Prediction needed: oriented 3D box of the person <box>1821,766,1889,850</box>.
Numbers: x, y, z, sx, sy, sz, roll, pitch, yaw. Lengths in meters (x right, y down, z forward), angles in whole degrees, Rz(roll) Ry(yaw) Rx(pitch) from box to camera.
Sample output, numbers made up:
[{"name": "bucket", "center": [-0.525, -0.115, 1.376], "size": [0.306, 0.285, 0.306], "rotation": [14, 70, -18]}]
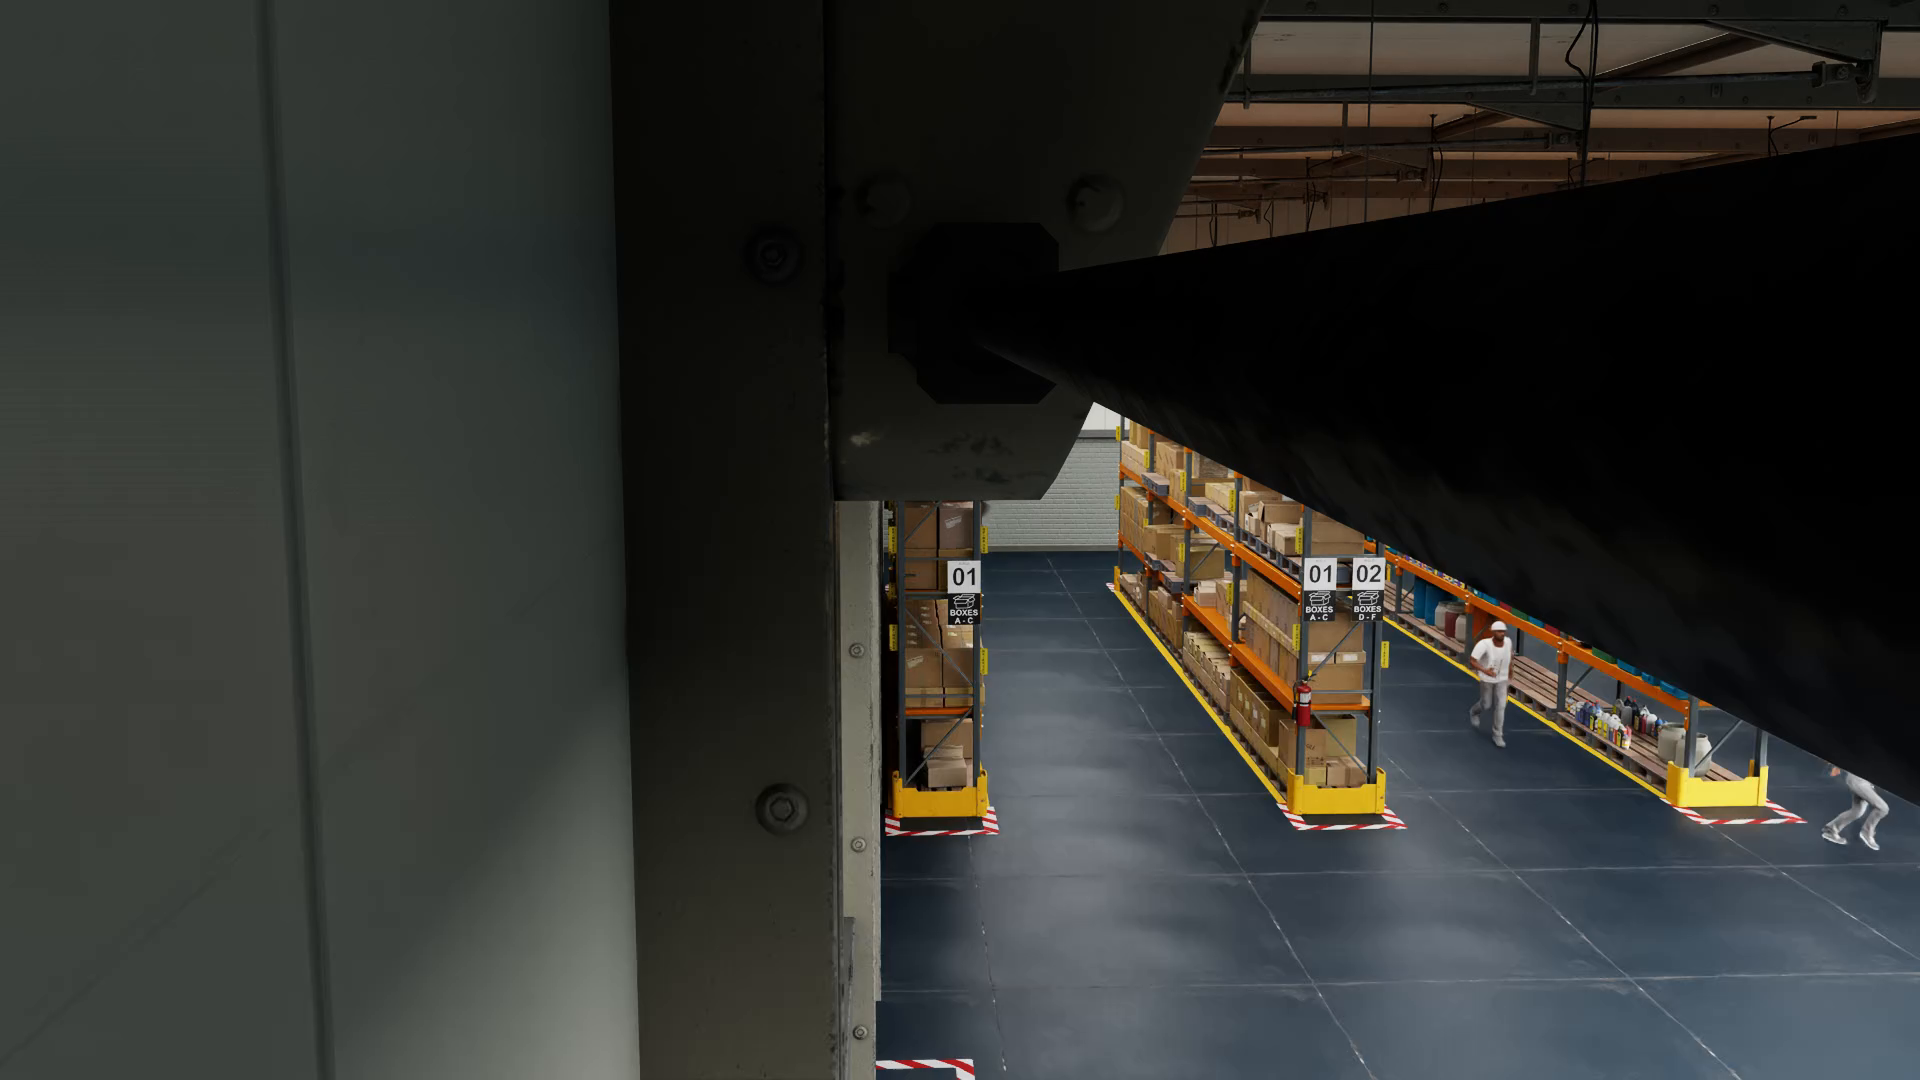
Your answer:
[{"name": "person", "center": [10.474, 2.873, 19.260], "size": [0.594, 1.456, 0.837], "rotation": [-7, 11, -40]}]

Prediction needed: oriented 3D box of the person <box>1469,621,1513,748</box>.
[{"name": "person", "center": [7.680, 2.019, 24.008], "size": [0.725, 1.757, 1.010], "rotation": [-2, 8, -10]}]
